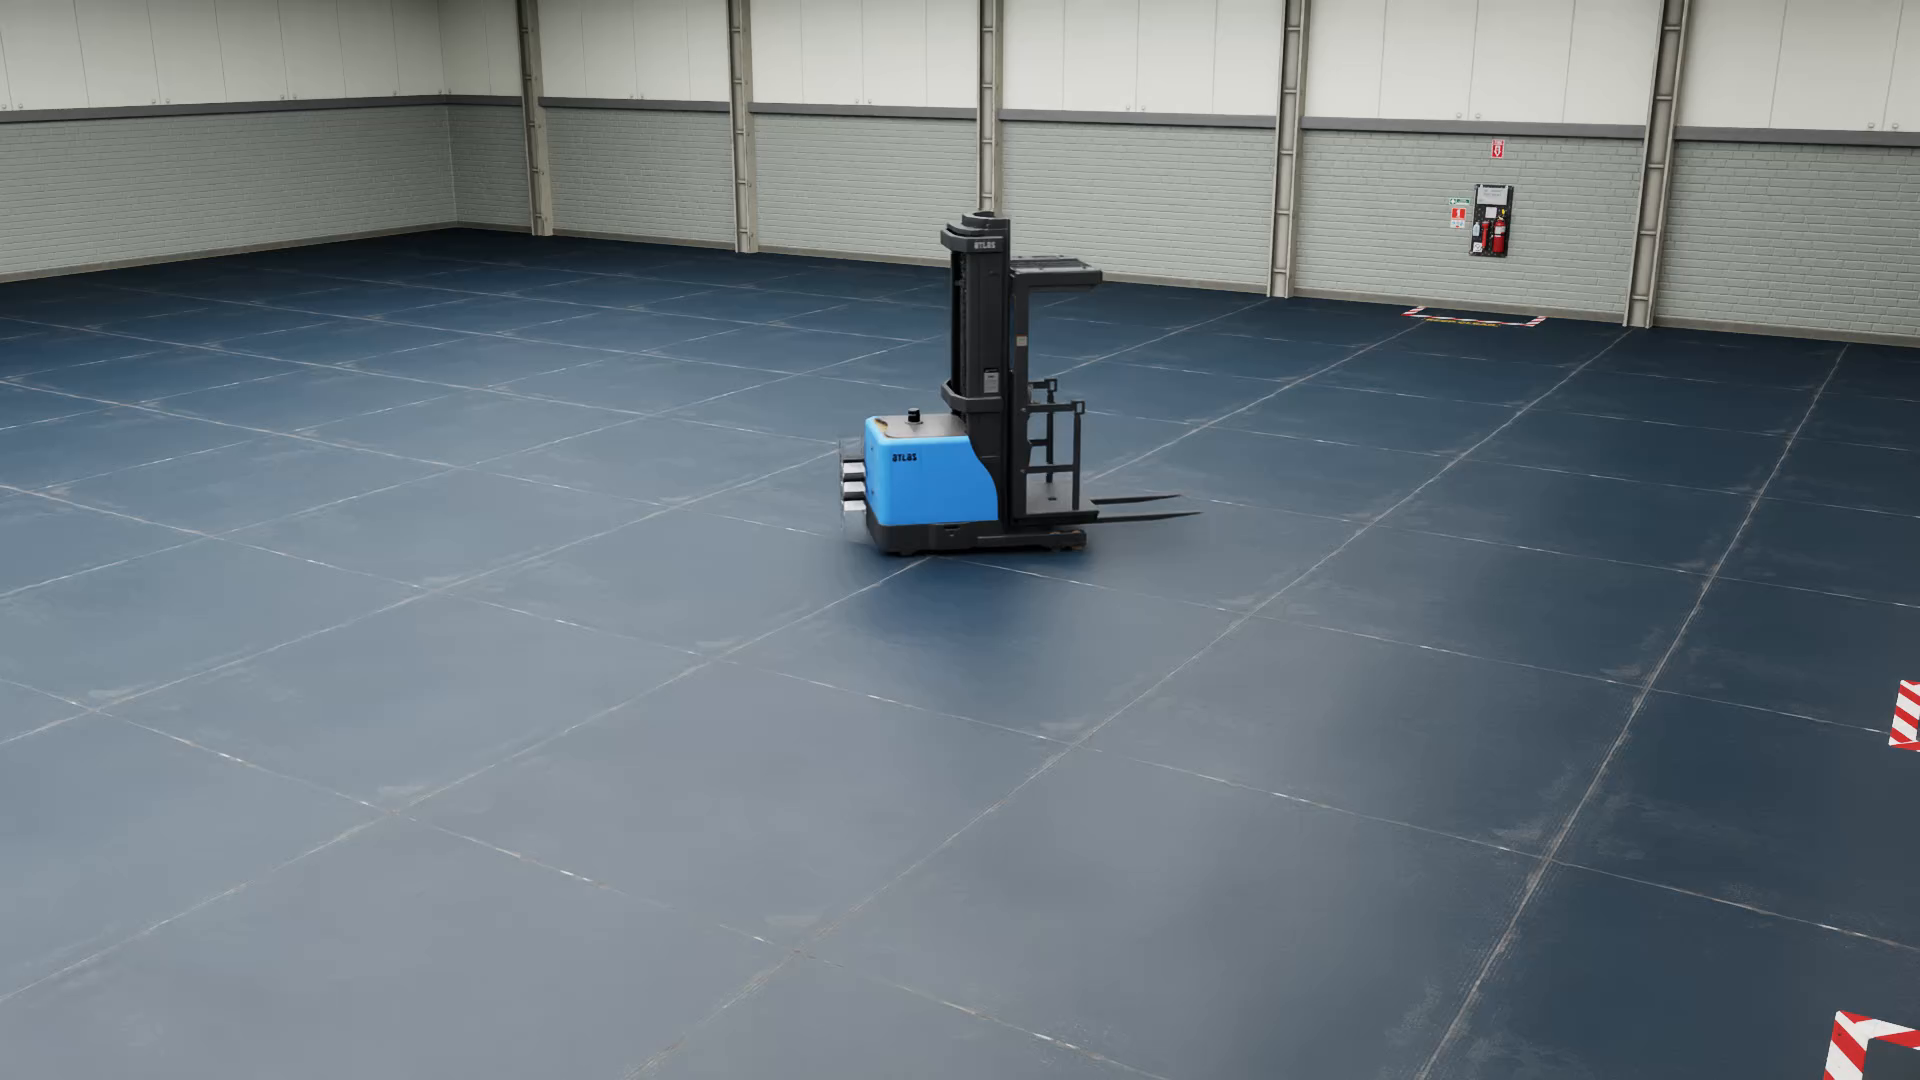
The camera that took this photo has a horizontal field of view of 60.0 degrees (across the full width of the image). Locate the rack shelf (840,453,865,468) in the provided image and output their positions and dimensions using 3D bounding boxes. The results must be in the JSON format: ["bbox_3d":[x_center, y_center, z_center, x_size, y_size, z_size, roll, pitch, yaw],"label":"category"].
[{"bbox_3d":[-0.992,-0.739,15.321,0.200,0.077,0.258,-3,17,-10],"label":"rack shelf"}]

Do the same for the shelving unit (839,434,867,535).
[{"bbox_3d":[-0.992,-0.513,15.390,0.210,0.900,0.258,-3,17,-10],"label":"shelving unit"}]

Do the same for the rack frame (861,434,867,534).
[{"bbox_3d":[-0.892,-0.518,15.408,0.006,0.900,0.240,-3,17,-10],"label":"rack frame"}]

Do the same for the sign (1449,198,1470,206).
[{"bbox_3d":[8.290,-5.611,27.587,0.331,0.109,0.001,10,20,30],"label":"sign"}]

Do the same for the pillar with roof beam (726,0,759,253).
[{"bbox_3d":[-6.797,-9.390,30.681,0.400,9.000,9.100,10,20,30],"label":"pillar with roof beam"}]

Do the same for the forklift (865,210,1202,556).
[{"bbox_3d":[0.683,-1.456,15.002,3.031,2.935,1.130,-3,17,-10],"label":"forklift"}]

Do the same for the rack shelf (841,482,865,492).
[{"bbox_3d":[-0.992,-0.481,15.400,0.200,0.077,0.258,-3,17,-10],"label":"rack shelf"}]

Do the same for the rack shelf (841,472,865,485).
[{"bbox_3d":[-0.992,-0.567,15.374,0.200,0.077,0.258,-3,17,-10],"label":"rack shelf"}]

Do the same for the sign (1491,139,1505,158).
[{"bbox_3d":[8.753,-6.369,27.066,0.199,0.298,0.001,10,20,30],"label":"sign"}]

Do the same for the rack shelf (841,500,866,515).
[{"bbox_3d":[-0.992,-0.309,15.452,0.200,0.077,0.258,-3,17,-10],"label":"rack shelf"}]

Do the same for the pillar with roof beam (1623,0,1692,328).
[{"bbox_3d":[8.541,-6.652,21.667,0.400,9.000,9.100,10,20,30],"label":"pillar with roof beam"}]

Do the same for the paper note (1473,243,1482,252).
[{"bbox_3d":[8.593,-4.856,27.591,0.142,0.148,0.016,10,20,30],"label":"paper note"}]

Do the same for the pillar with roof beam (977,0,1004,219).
[{"bbox_3d":[-1.685,-8.478,27.676,0.400,9.000,9.100,10,20,30],"label":"pillar with roof beam"}]

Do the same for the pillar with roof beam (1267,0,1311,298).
[{"bbox_3d":[3.428,-7.565,24.672,0.400,9.000,9.100,10,20,30],"label":"pillar with roof beam"}]

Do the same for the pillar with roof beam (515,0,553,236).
[{"bbox_3d":[-11.910,-10.303,33.685,0.400,9.000,9.100,10,20,30],"label":"pillar with roof beam"}]

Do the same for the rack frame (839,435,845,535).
[{"bbox_3d":[-1.092,-0.507,15.372,0.006,0.900,0.240,-3,17,-10],"label":"rack frame"}]

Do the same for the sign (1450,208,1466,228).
[{"bbox_3d":[8.291,-5.360,27.674,0.234,0.329,0.001,10,20,30],"label":"sign"}]

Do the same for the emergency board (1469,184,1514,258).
[{"bbox_3d":[8.708,-5.233,27.318,0.643,1.169,0.194,10,20,30],"label":"emergency board"}]

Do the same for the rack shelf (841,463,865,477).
[{"bbox_3d":[-0.992,-0.653,15.347,0.200,0.077,0.258,-3,17,-10],"label":"rack shelf"}]

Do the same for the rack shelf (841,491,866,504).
[{"bbox_3d":[-0.992,-0.395,15.426,0.200,0.077,0.258,-3,17,-10],"label":"rack shelf"}]
